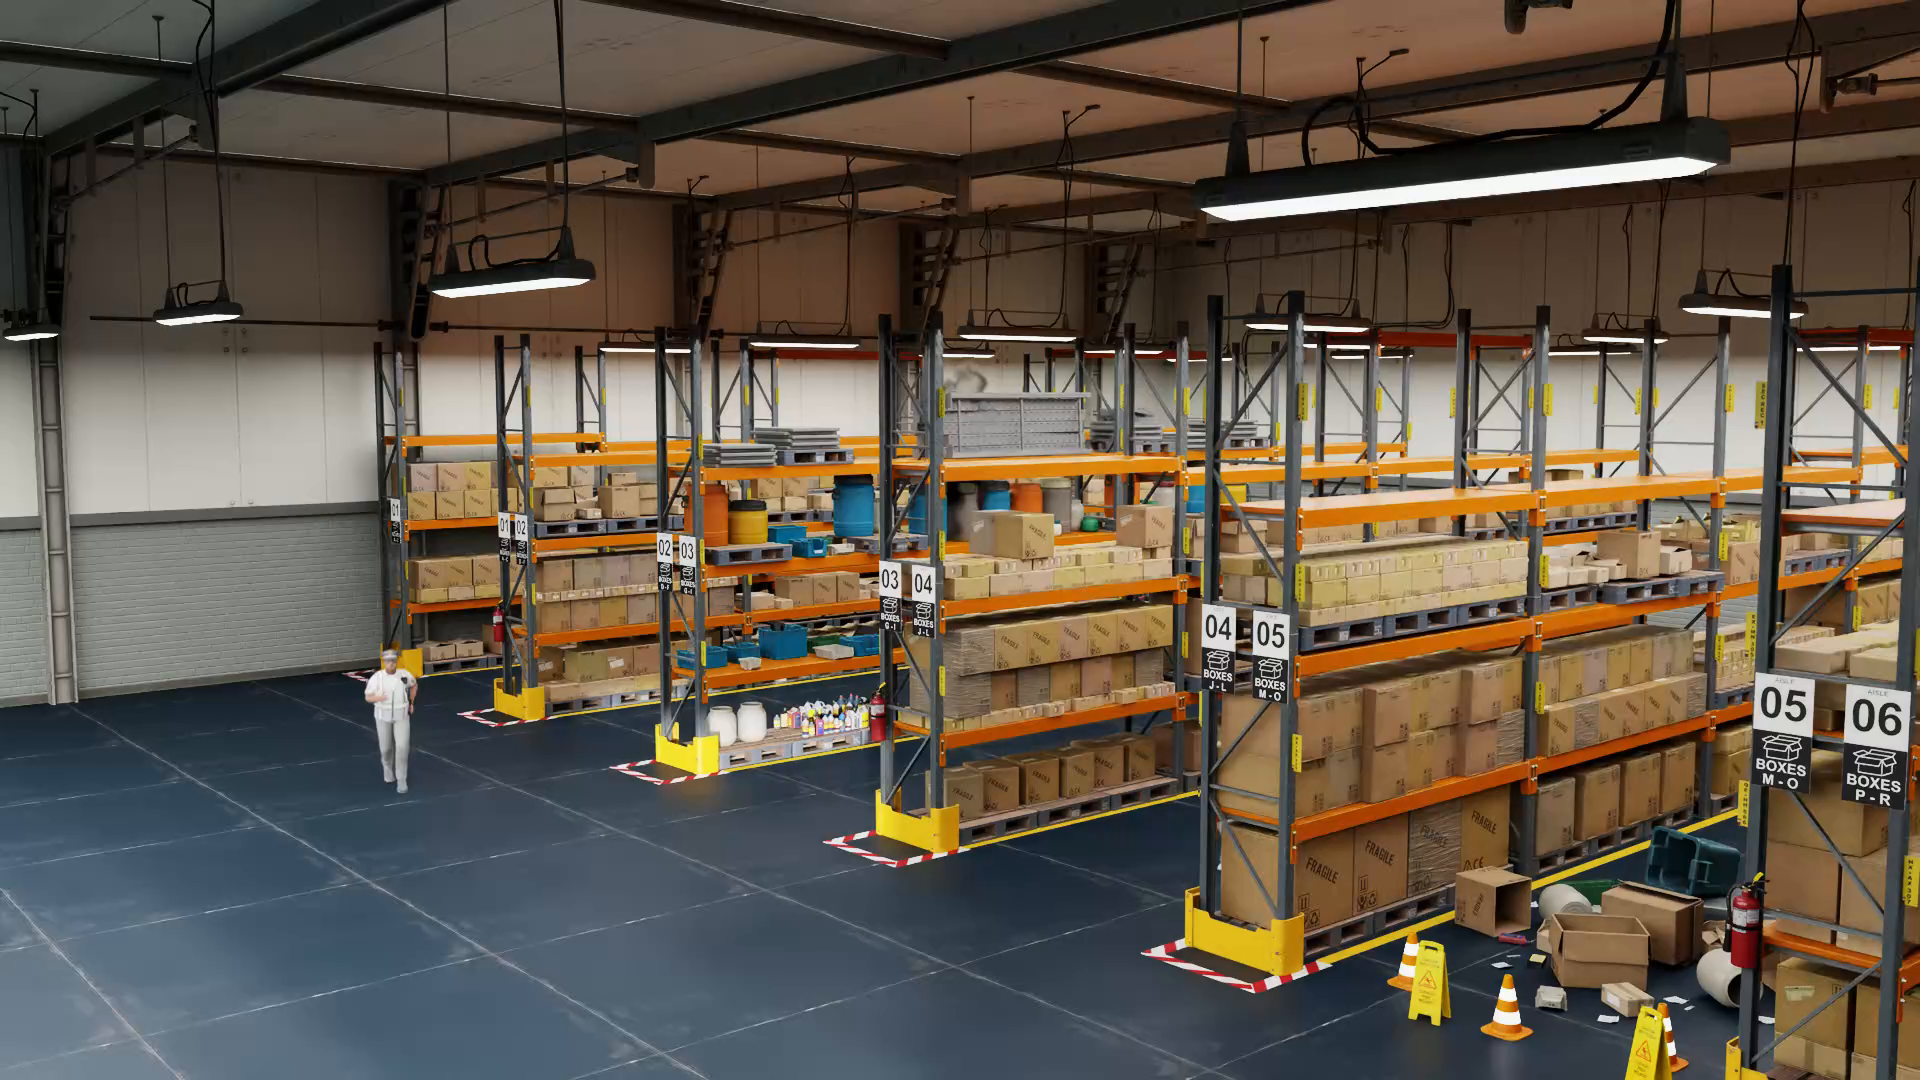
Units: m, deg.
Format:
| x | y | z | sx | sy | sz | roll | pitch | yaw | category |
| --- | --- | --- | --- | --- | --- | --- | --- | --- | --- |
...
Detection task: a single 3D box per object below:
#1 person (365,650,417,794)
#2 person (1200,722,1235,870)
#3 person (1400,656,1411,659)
| x | y | z | sx | sy | sz | roll | pitch | yaw | category |
| --- | --- | --- | --- | --- | --- | --- | --- | --- | --- |
| -7.336 | 2.304 | 21.491 | 0.653 | 1.805 | 0.898 | -2 | 6 | -21 | person |
| 2.904 | 2.734 | 17.949 | 0.552 | 1.618 | 0.599 | 4 | 6 | 36 | person |
| 5.870 | 2.346 | 22.012 | 0.587 | 1.660 | 0.603 | 5 | 7 | 44 | person |
